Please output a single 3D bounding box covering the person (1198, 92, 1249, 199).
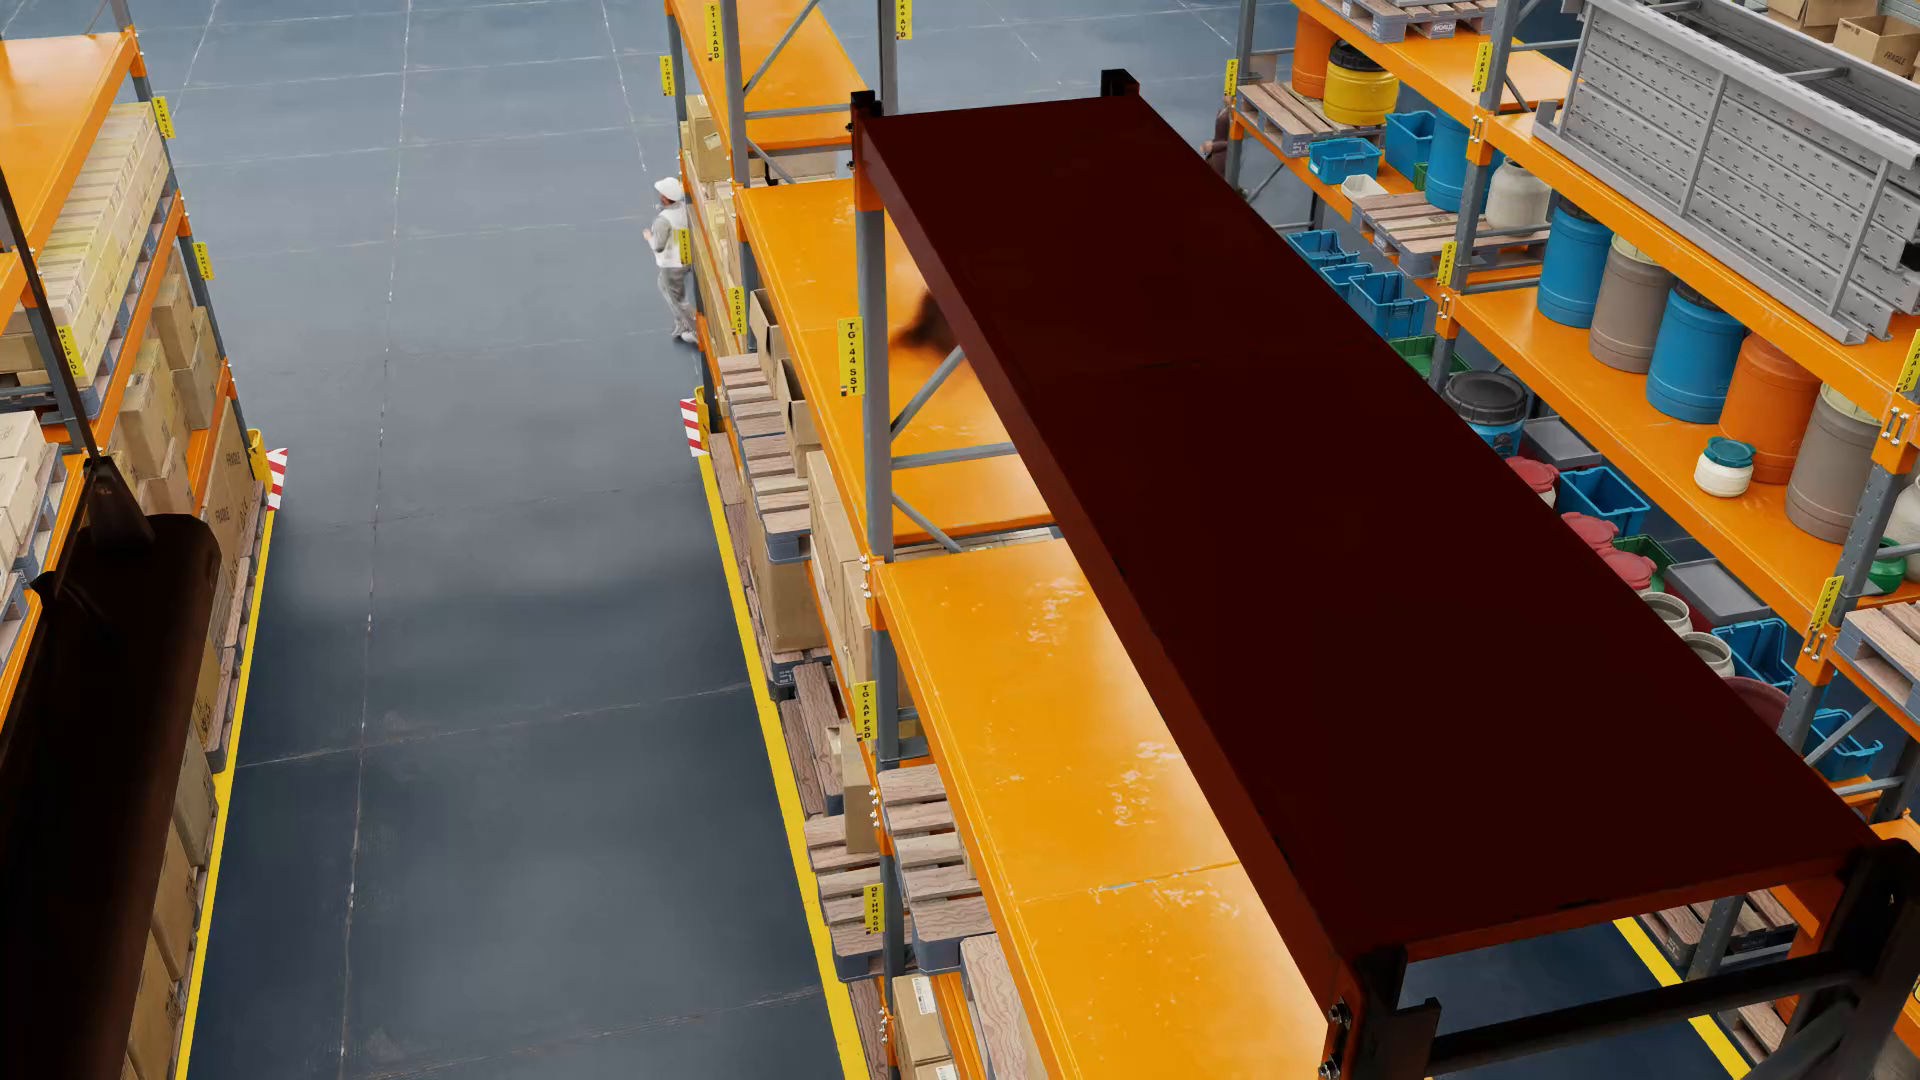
[{"bbox_3d":[3.017,-4.364,18.935,0.635,1.730,0.708,3,35,4],"label":"person"}]

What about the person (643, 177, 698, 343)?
[{"bbox_3d":[-2.847,-2.776,16.623,0.650,1.808,0.631,15,37,20],"label":"person"}]
